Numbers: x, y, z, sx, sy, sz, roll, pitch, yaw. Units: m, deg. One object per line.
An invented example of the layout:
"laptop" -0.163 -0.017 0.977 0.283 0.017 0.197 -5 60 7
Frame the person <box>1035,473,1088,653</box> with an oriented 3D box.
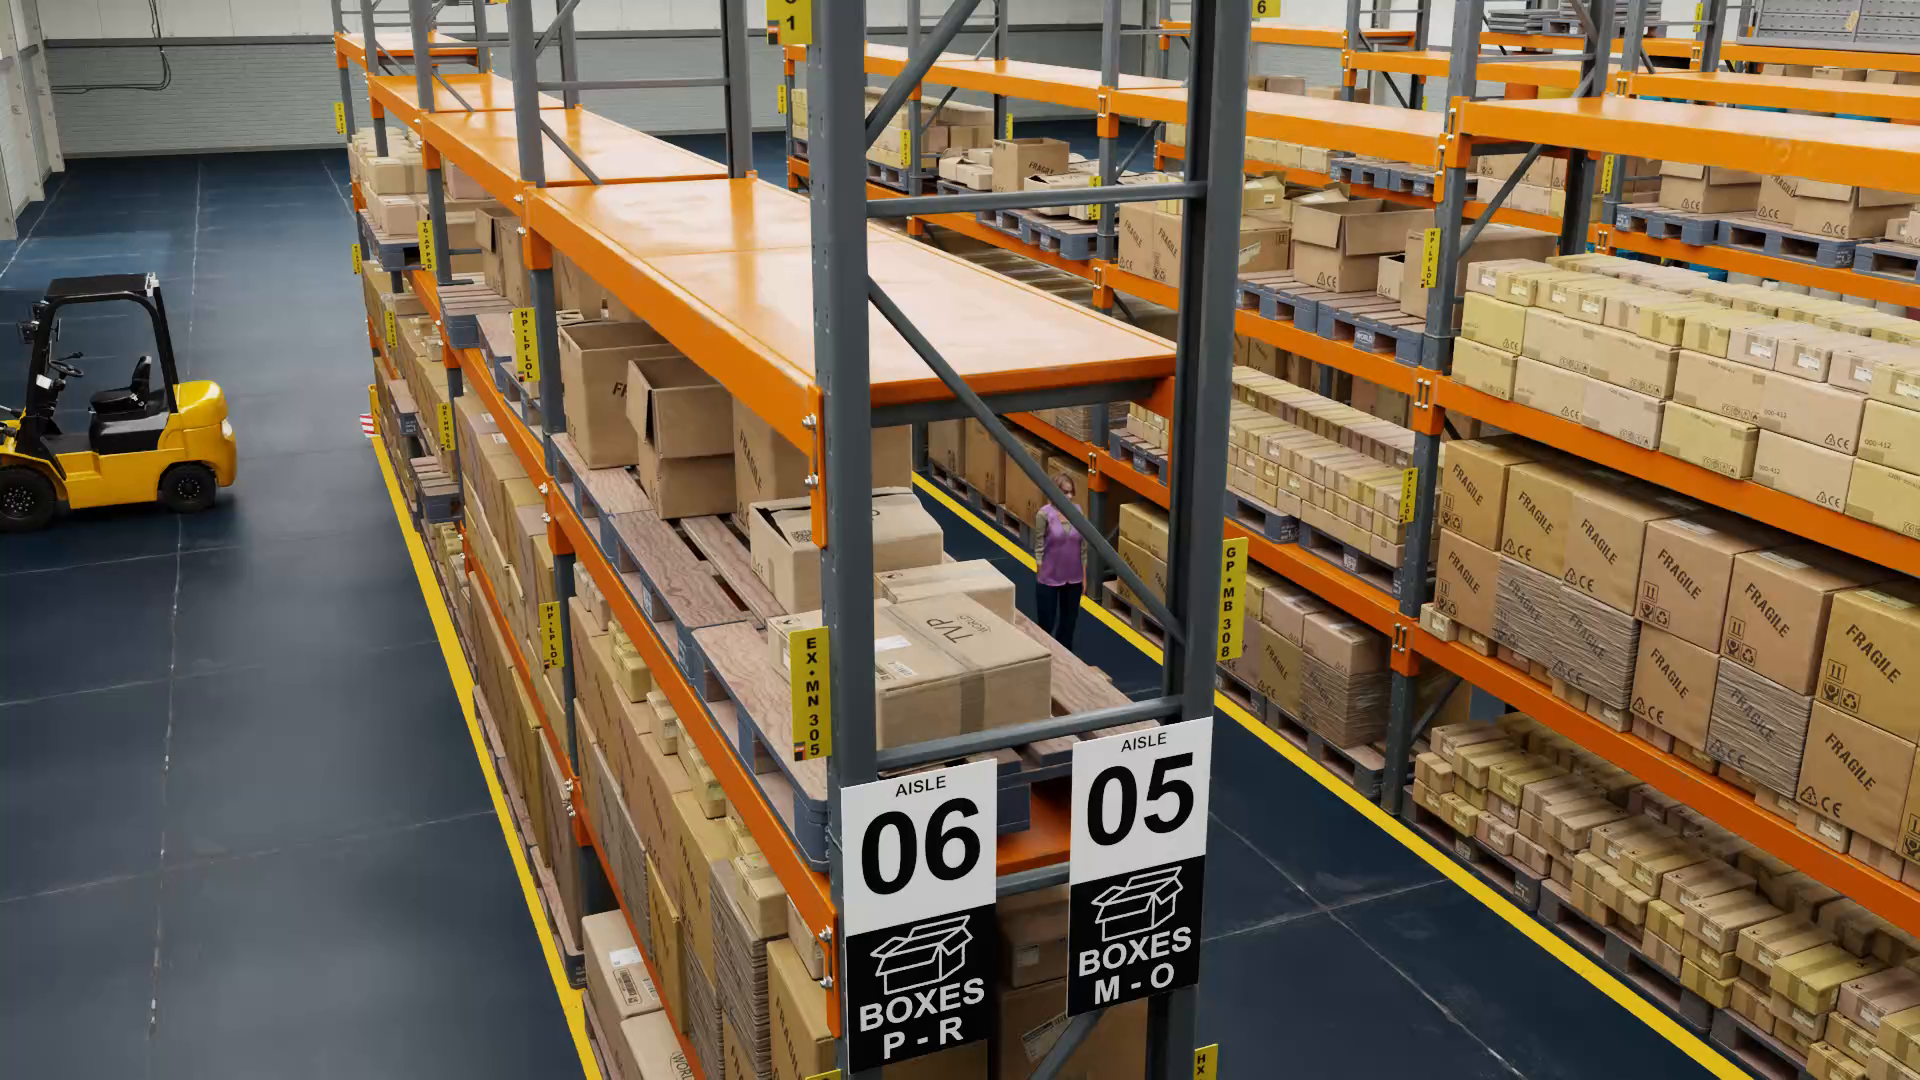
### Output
"person" 0.729 0.297 11.975 0.404 1.597 0.303 -8 21 -21
